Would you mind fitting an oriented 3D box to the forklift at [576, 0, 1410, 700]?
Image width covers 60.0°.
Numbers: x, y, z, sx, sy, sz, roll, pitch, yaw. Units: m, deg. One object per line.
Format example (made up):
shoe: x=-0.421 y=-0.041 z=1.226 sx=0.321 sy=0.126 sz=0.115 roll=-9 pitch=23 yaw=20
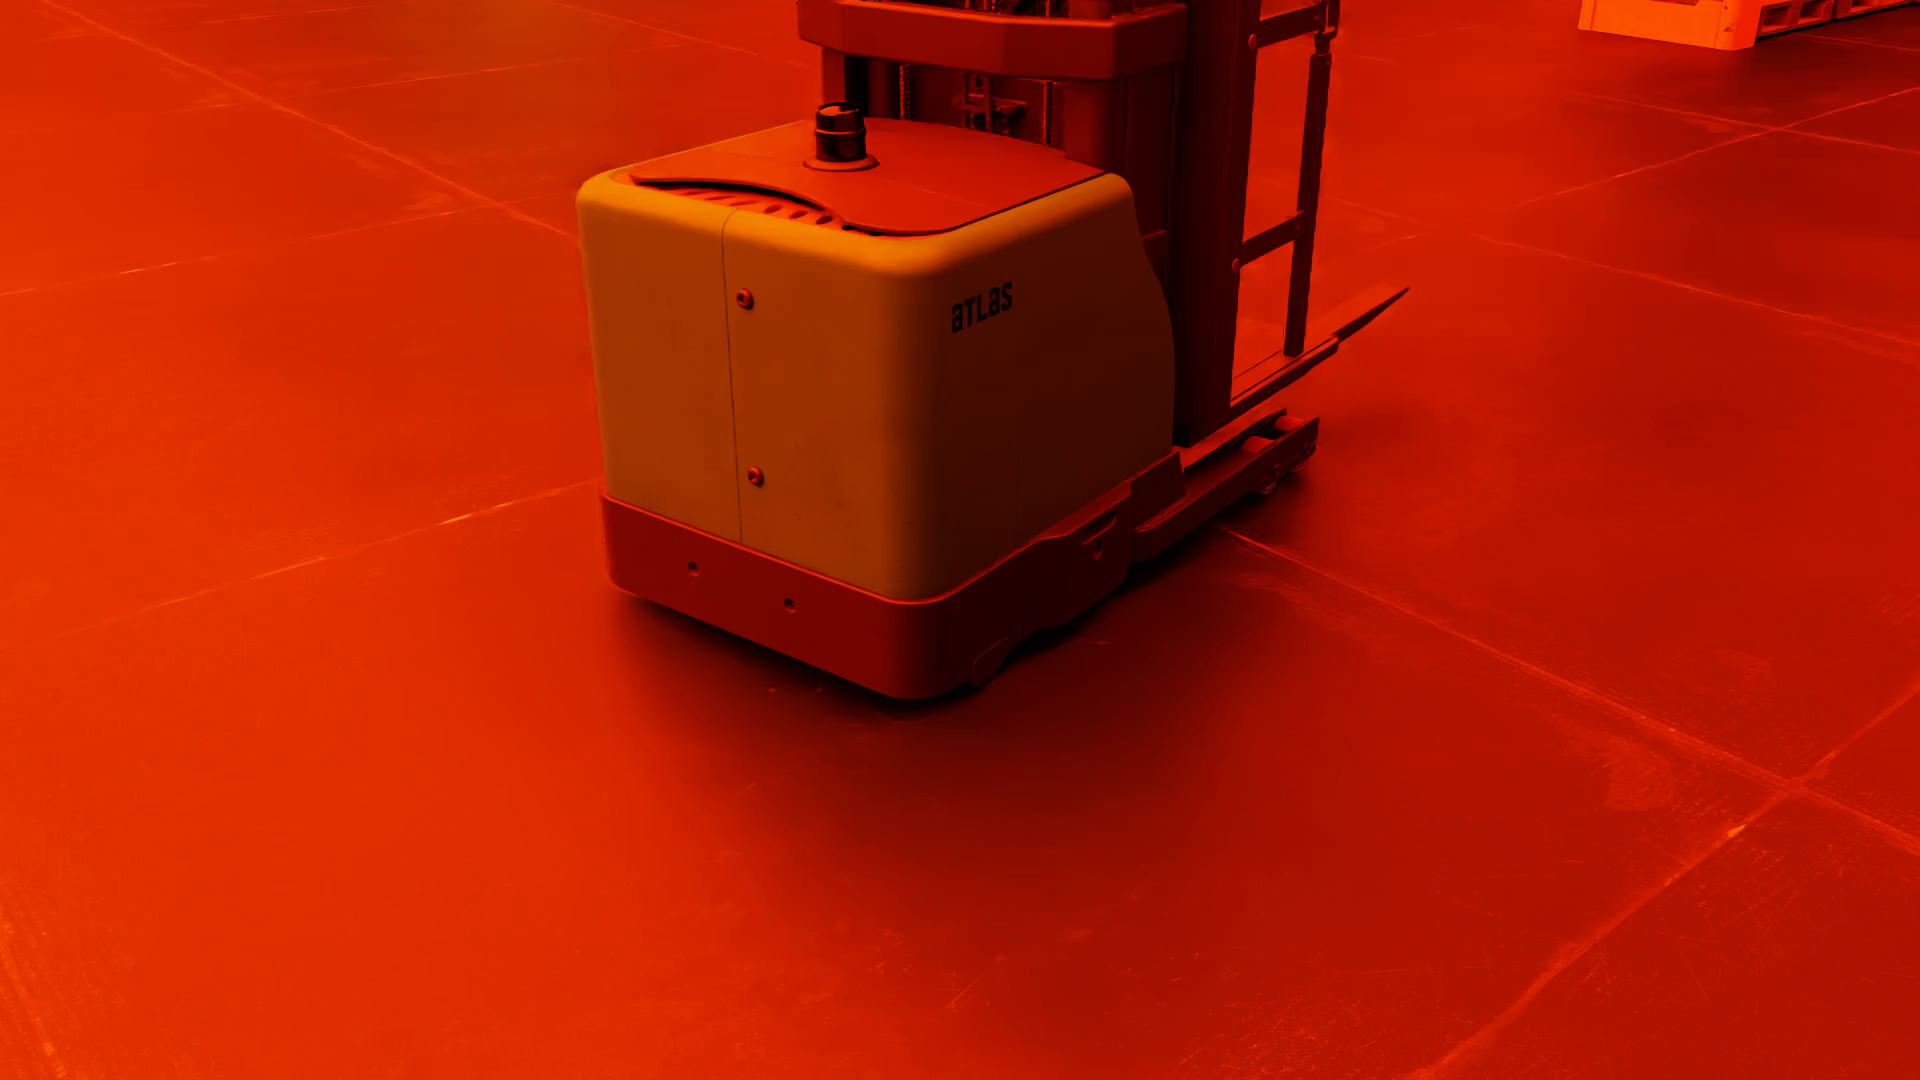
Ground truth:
forklift: x=0.401 y=-1.559 z=4.345 sx=1.130 sy=2.935 sz=3.031 roll=18 pitch=32 yaw=32
